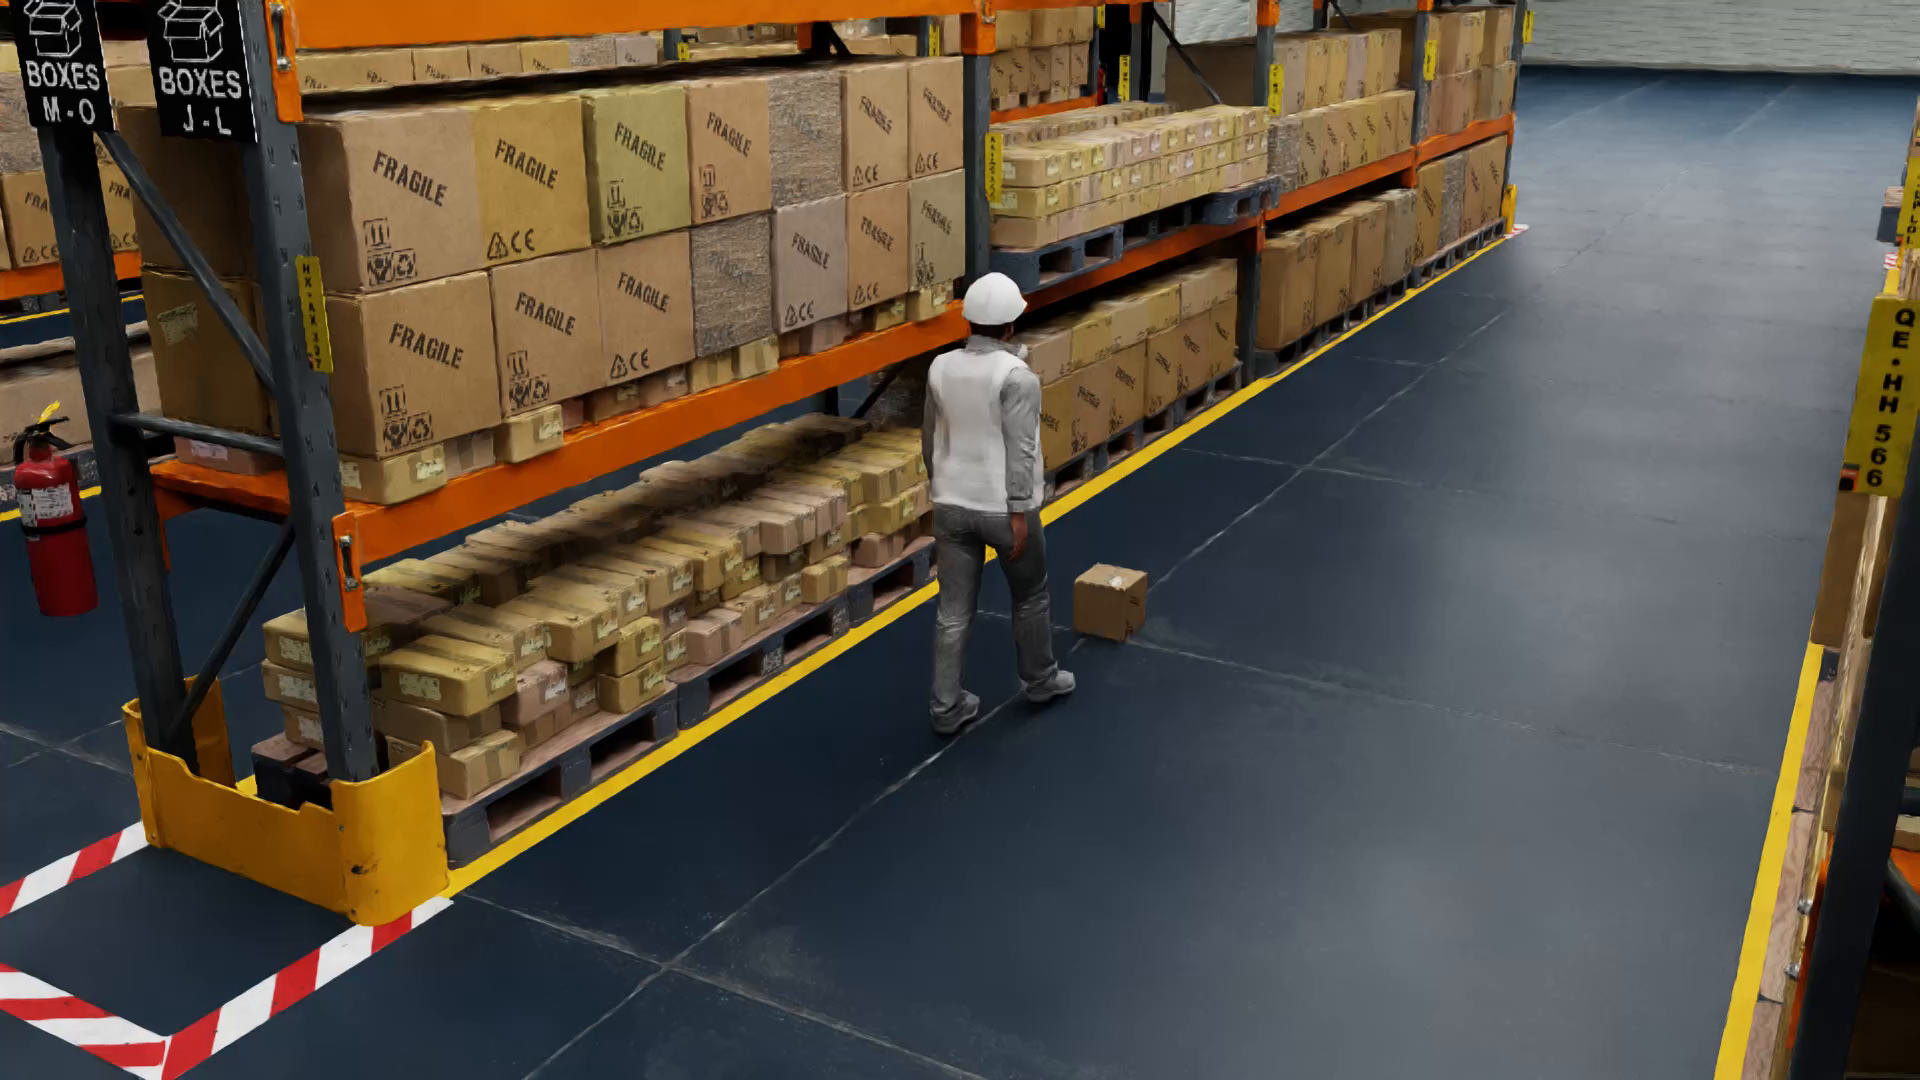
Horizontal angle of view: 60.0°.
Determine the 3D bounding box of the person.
[{"bbox_3d":[0.105,-0.167,6.469,0.537,1.757,0.727,10,22,26],"label":"person"}]
